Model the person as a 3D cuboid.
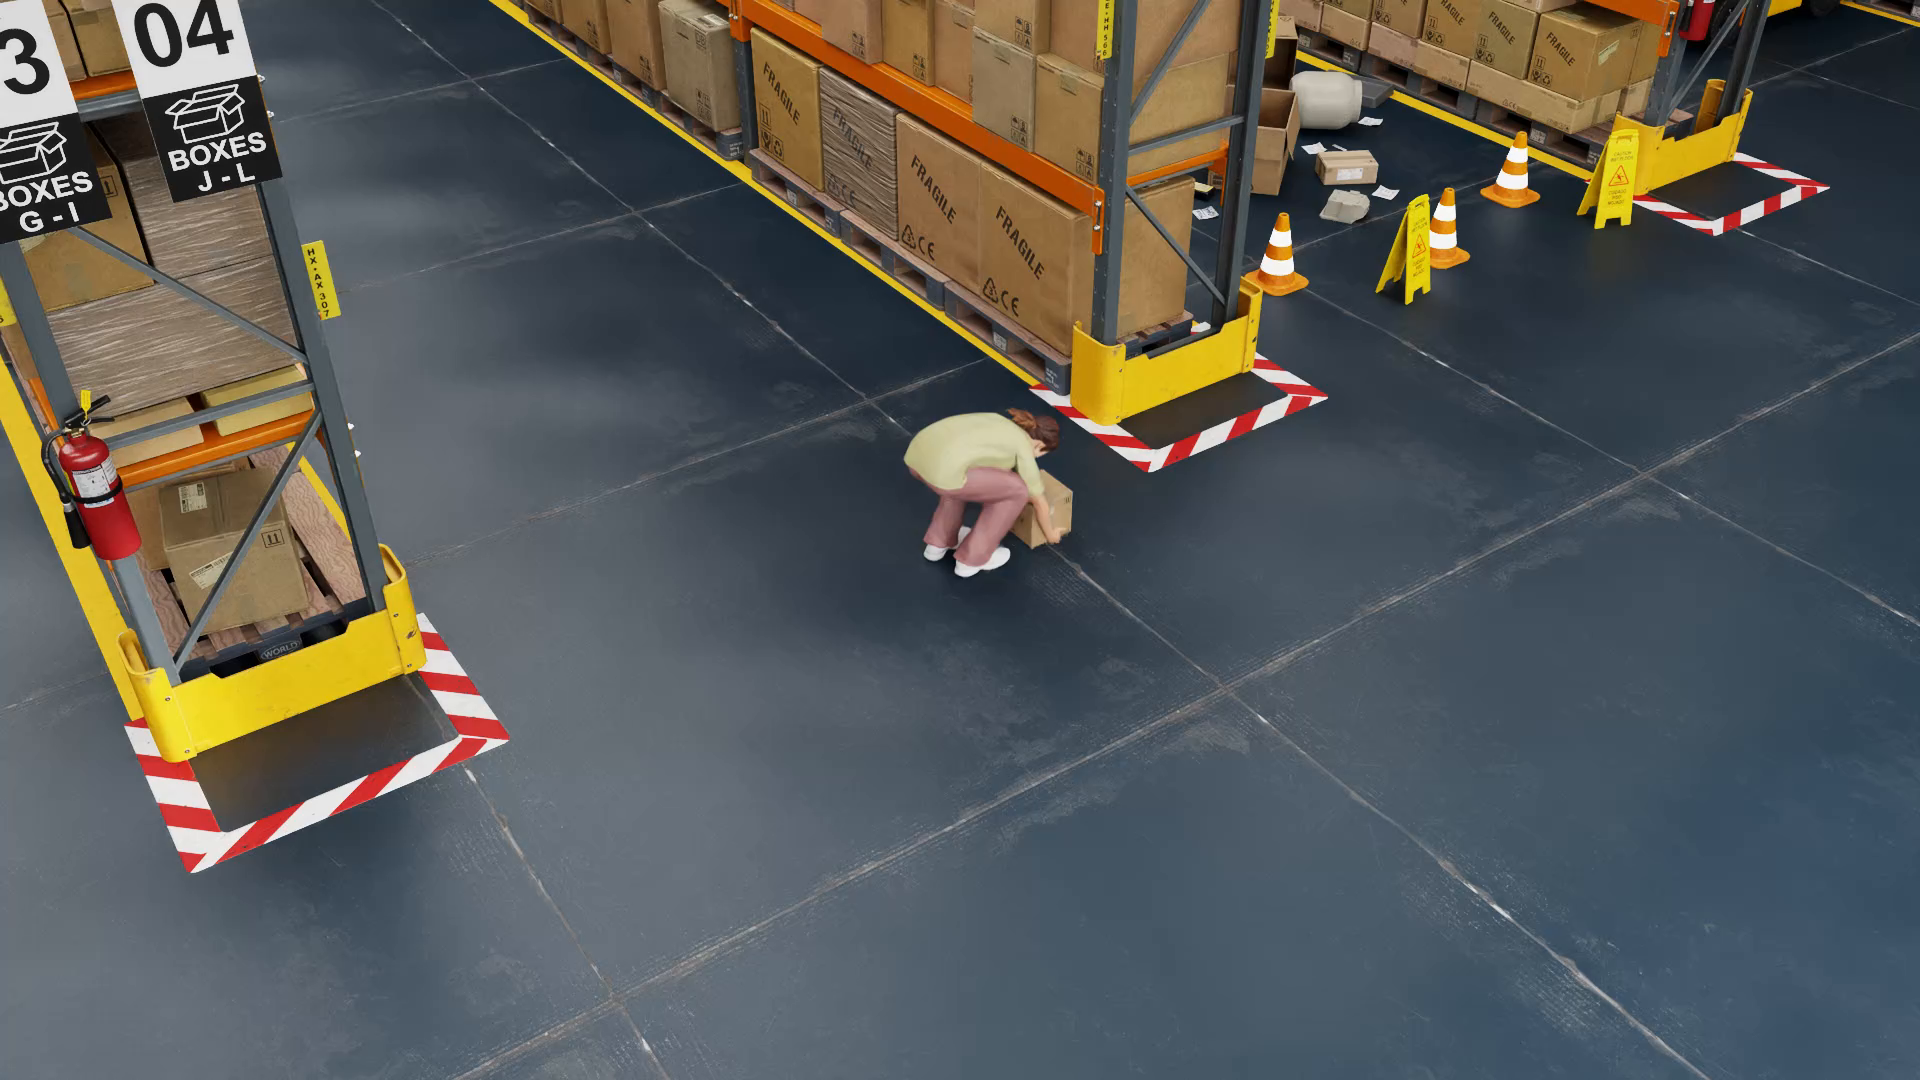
[{"bbox_3d":[0.127,-0.277,8.114,0.857,0.827,0.470,-25,43,-29],"label":"person"}]
